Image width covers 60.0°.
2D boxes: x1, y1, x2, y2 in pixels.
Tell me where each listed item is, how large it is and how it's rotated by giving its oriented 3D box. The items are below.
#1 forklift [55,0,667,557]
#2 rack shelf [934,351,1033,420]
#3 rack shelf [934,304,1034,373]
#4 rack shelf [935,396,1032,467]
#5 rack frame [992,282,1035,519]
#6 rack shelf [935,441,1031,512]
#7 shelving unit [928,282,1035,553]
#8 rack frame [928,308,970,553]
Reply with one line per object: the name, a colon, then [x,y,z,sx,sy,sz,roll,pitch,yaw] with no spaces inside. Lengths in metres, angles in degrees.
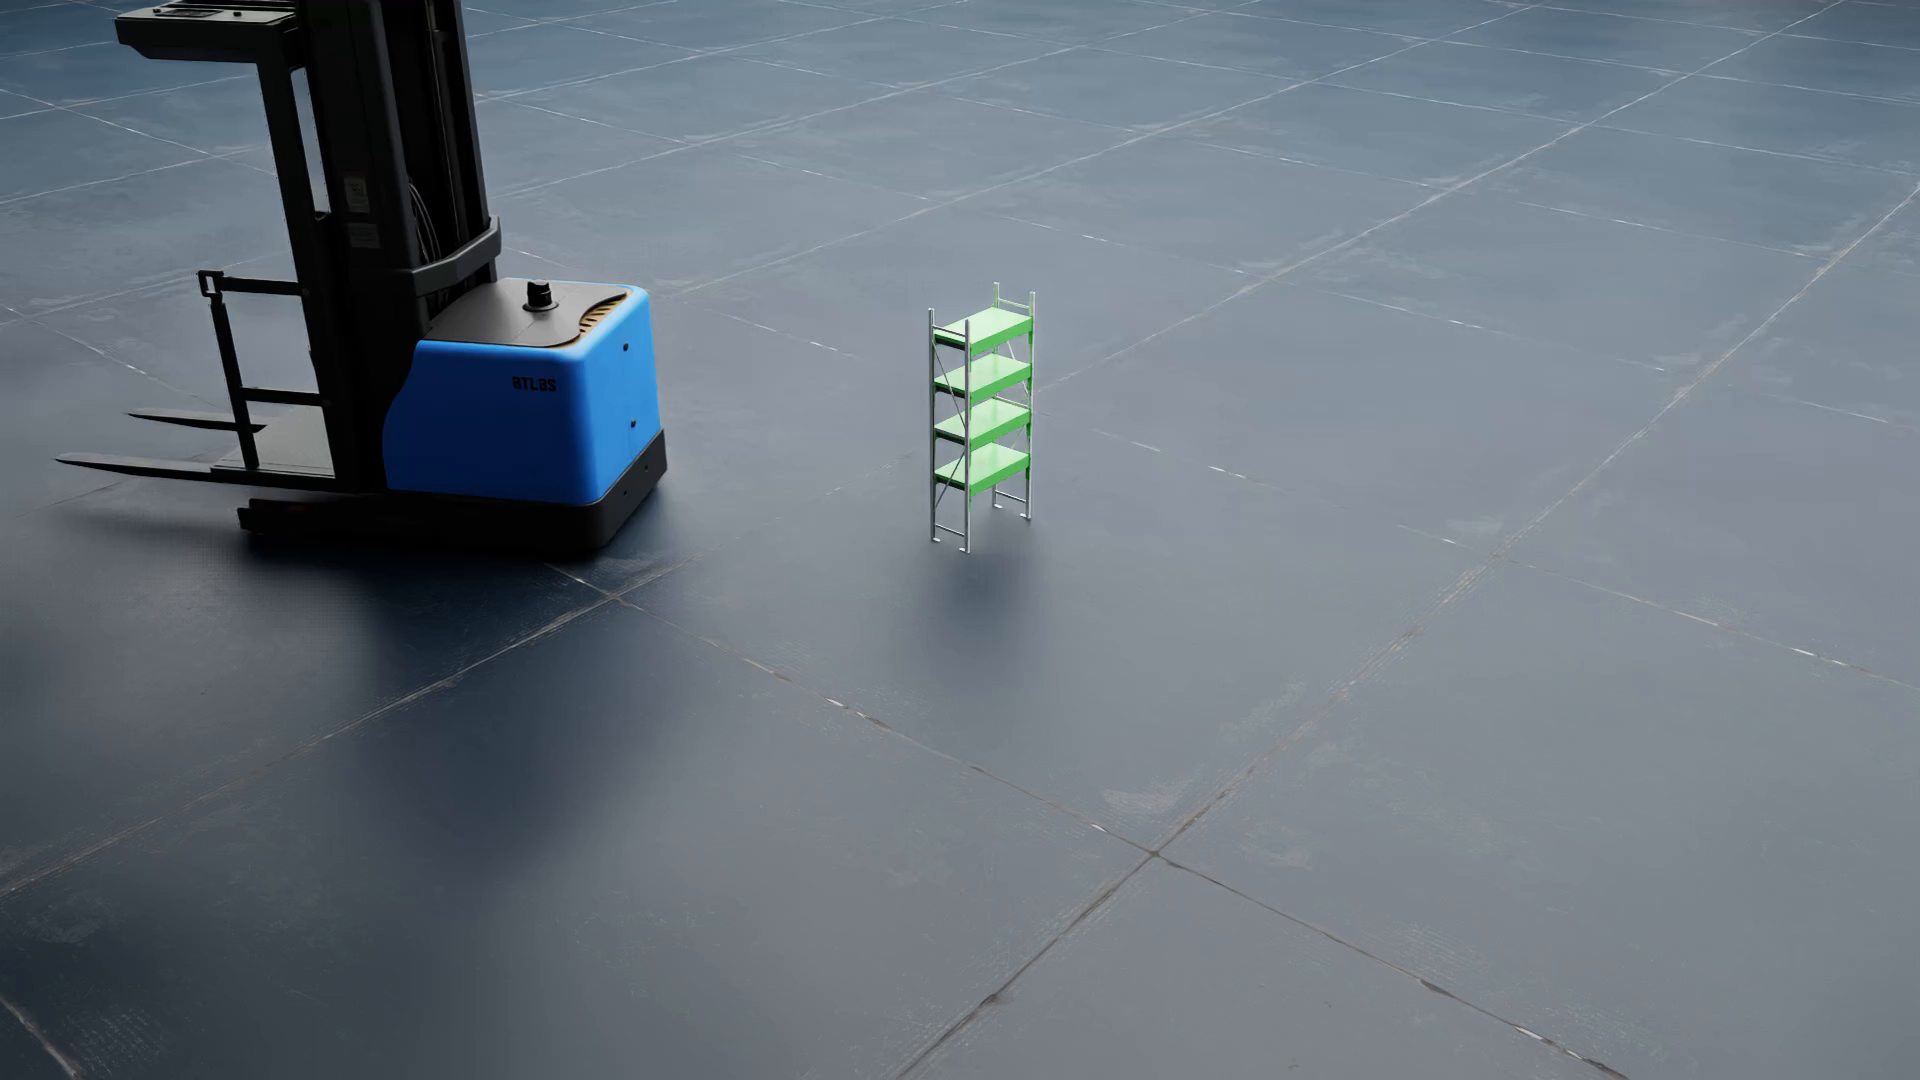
forklift: [-3.120,-1.542,8.041,3.031,2.935,1.130,5,28,9]
rack shelf: [0.105,-0.748,8.007,0.258,0.148,0.480,21,34,34]
rack shelf: [0.105,-0.961,7.897,0.258,0.148,0.480,21,34,34]
rack shelf: [0.105,-0.535,8.117,0.258,0.148,0.480,21,34,34]
rack frame: [0.260,-0.678,8.255,0.240,1.200,0.015,21,34,34]
rack shelf: [0.105,-0.322,8.227,0.258,0.148,0.480,21,34,34]
shelving unit: [0.105,-0.592,8.088,0.258,1.200,0.503,21,34,34]
rack frame: [-0.050,-0.505,7.921,0.240,1.200,0.015,21,34,34]
